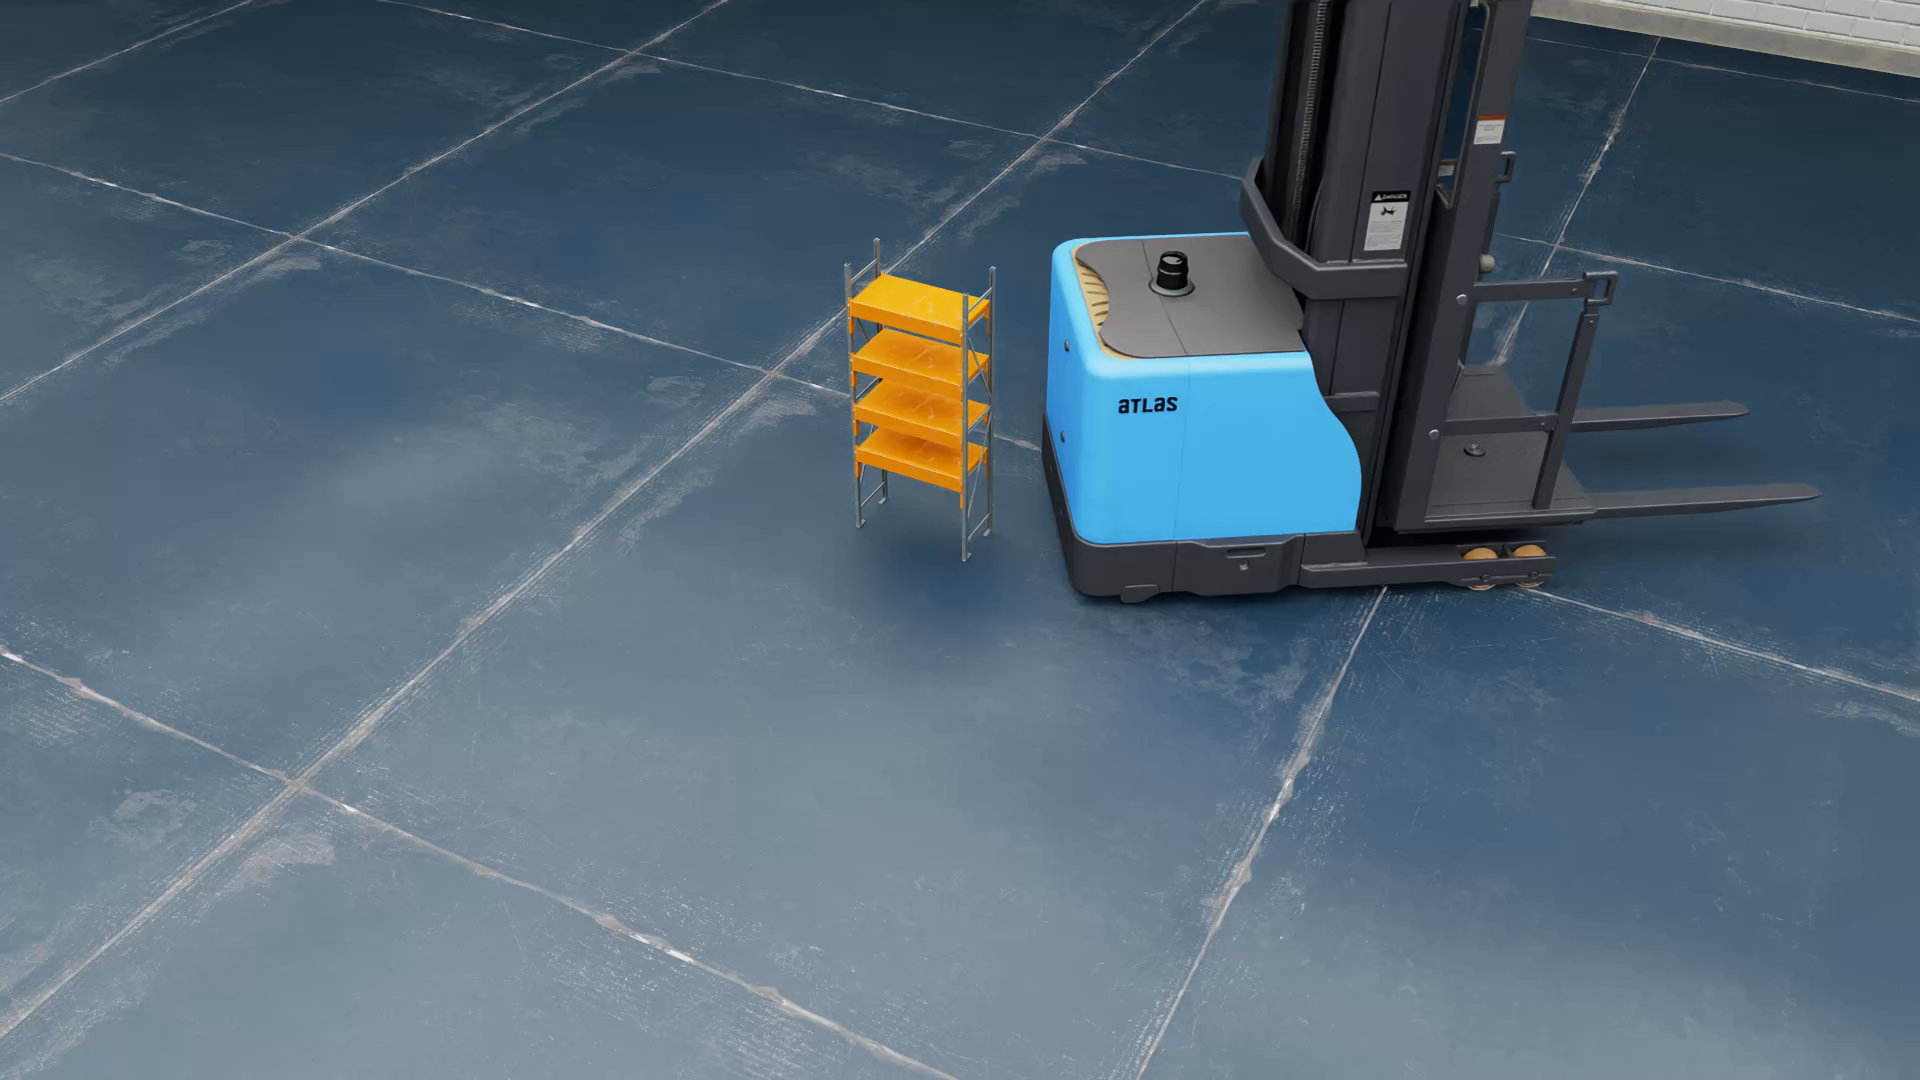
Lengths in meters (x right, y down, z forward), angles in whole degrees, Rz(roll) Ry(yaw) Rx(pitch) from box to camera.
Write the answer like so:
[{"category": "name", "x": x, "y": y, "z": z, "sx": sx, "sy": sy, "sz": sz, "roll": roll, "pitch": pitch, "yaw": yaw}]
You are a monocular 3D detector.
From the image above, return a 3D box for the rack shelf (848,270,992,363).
[{"category": "rack shelf", "x": -0.147, "y": -0.837, "z": 6.210, "sx": 0.480, "sy": 0.148, "sz": 0.258, "roll": 17, "pitch": 41, "yaw": 21}]

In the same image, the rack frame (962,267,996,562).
[{"category": "rack frame", "x": 0.070, "y": -0.456, "z": 6.358, "sx": 0.015, "sy": 1.200, "sz": 0.240, "roll": 17, "pitch": 41, "yaw": 21}]

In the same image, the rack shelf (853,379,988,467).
[{"category": "rack shelf", "x": -0.147, "y": -0.470, "z": 6.489, "sx": 0.480, "sy": 0.148, "sz": 0.258, "roll": 17, "pitch": 41, "yaw": 21}]

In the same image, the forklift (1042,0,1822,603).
[{"category": "forklift", "x": 1.895, "y": -1.288, "z": 6.022, "sx": 3.031, "sy": 2.935, "sz": 1.130, "roll": -3, "pitch": 37, "yaw": -4}]

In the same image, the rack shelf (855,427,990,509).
[{"category": "rack shelf", "x": -0.147, "y": -0.312, "z": 6.609, "sx": 0.480, "sy": 0.148, "sz": 0.258, "roll": 17, "pitch": 41, "yaw": 21}]

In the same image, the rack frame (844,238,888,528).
[{"category": "rack frame", "x": -0.364, "y": -0.592, "z": 6.537, "sx": 0.015, "sy": 1.200, "sz": 0.240, "roll": 17, "pitch": 41, "yaw": 21}]

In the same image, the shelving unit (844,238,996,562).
[{"category": "shelving unit", "x": -0.147, "y": -0.524, "z": 6.448, "sx": 0.503, "sy": 1.200, "sz": 0.258, "roll": 17, "pitch": 41, "yaw": 21}]

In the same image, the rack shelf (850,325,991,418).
[{"category": "rack shelf", "x": -0.147, "y": -0.649, "z": 6.353, "sx": 0.480, "sy": 0.148, "sz": 0.258, "roll": 17, "pitch": 41, "yaw": 21}]
